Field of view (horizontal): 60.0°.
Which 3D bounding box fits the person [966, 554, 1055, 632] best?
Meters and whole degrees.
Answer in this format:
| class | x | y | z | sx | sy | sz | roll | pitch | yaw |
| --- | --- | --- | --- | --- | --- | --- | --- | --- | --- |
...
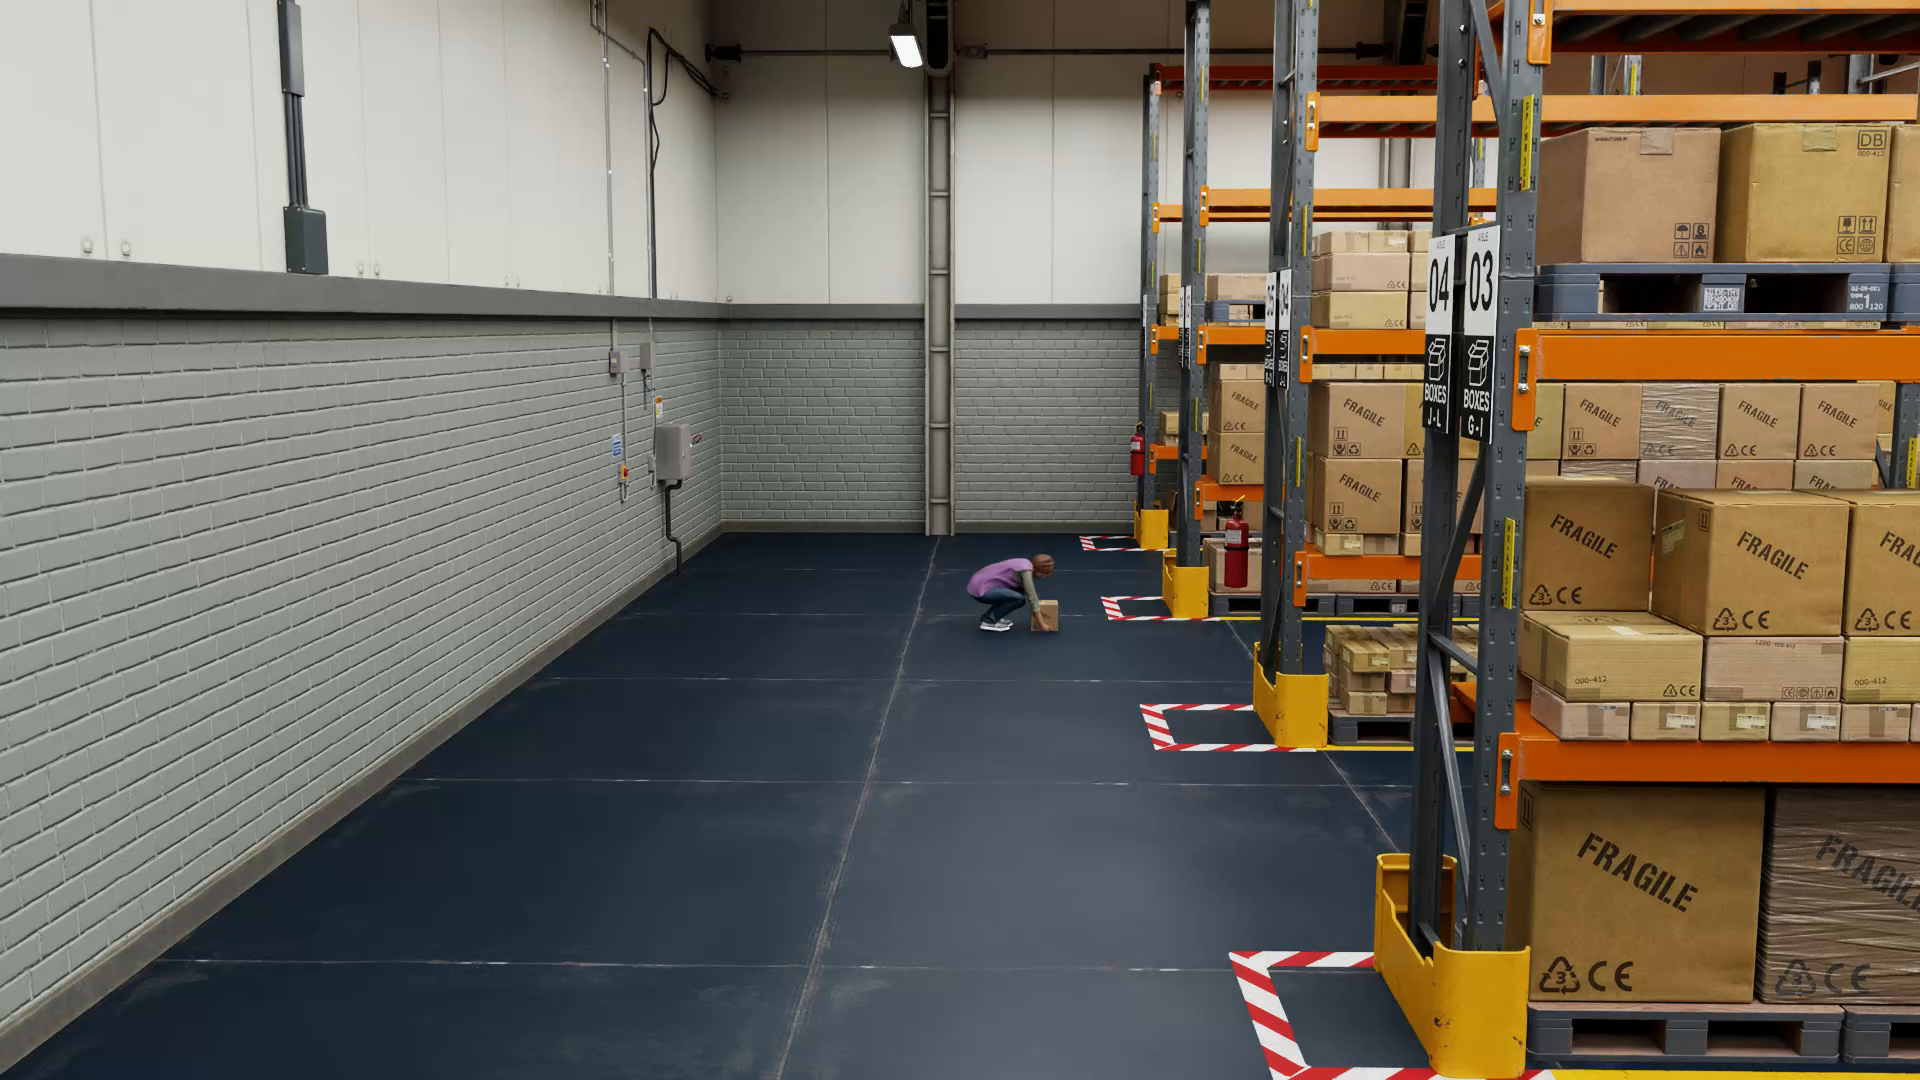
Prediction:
| class | x | y | z | sx | sy | sz | roll | pitch | yaw |
| --- | --- | --- | --- | --- | --- | --- | --- | --- | --- |
| person | 0.472 | 0.524 | 15.572 | 0.832 | 0.767 | 0.430 | 0 | 7 | 1 |
